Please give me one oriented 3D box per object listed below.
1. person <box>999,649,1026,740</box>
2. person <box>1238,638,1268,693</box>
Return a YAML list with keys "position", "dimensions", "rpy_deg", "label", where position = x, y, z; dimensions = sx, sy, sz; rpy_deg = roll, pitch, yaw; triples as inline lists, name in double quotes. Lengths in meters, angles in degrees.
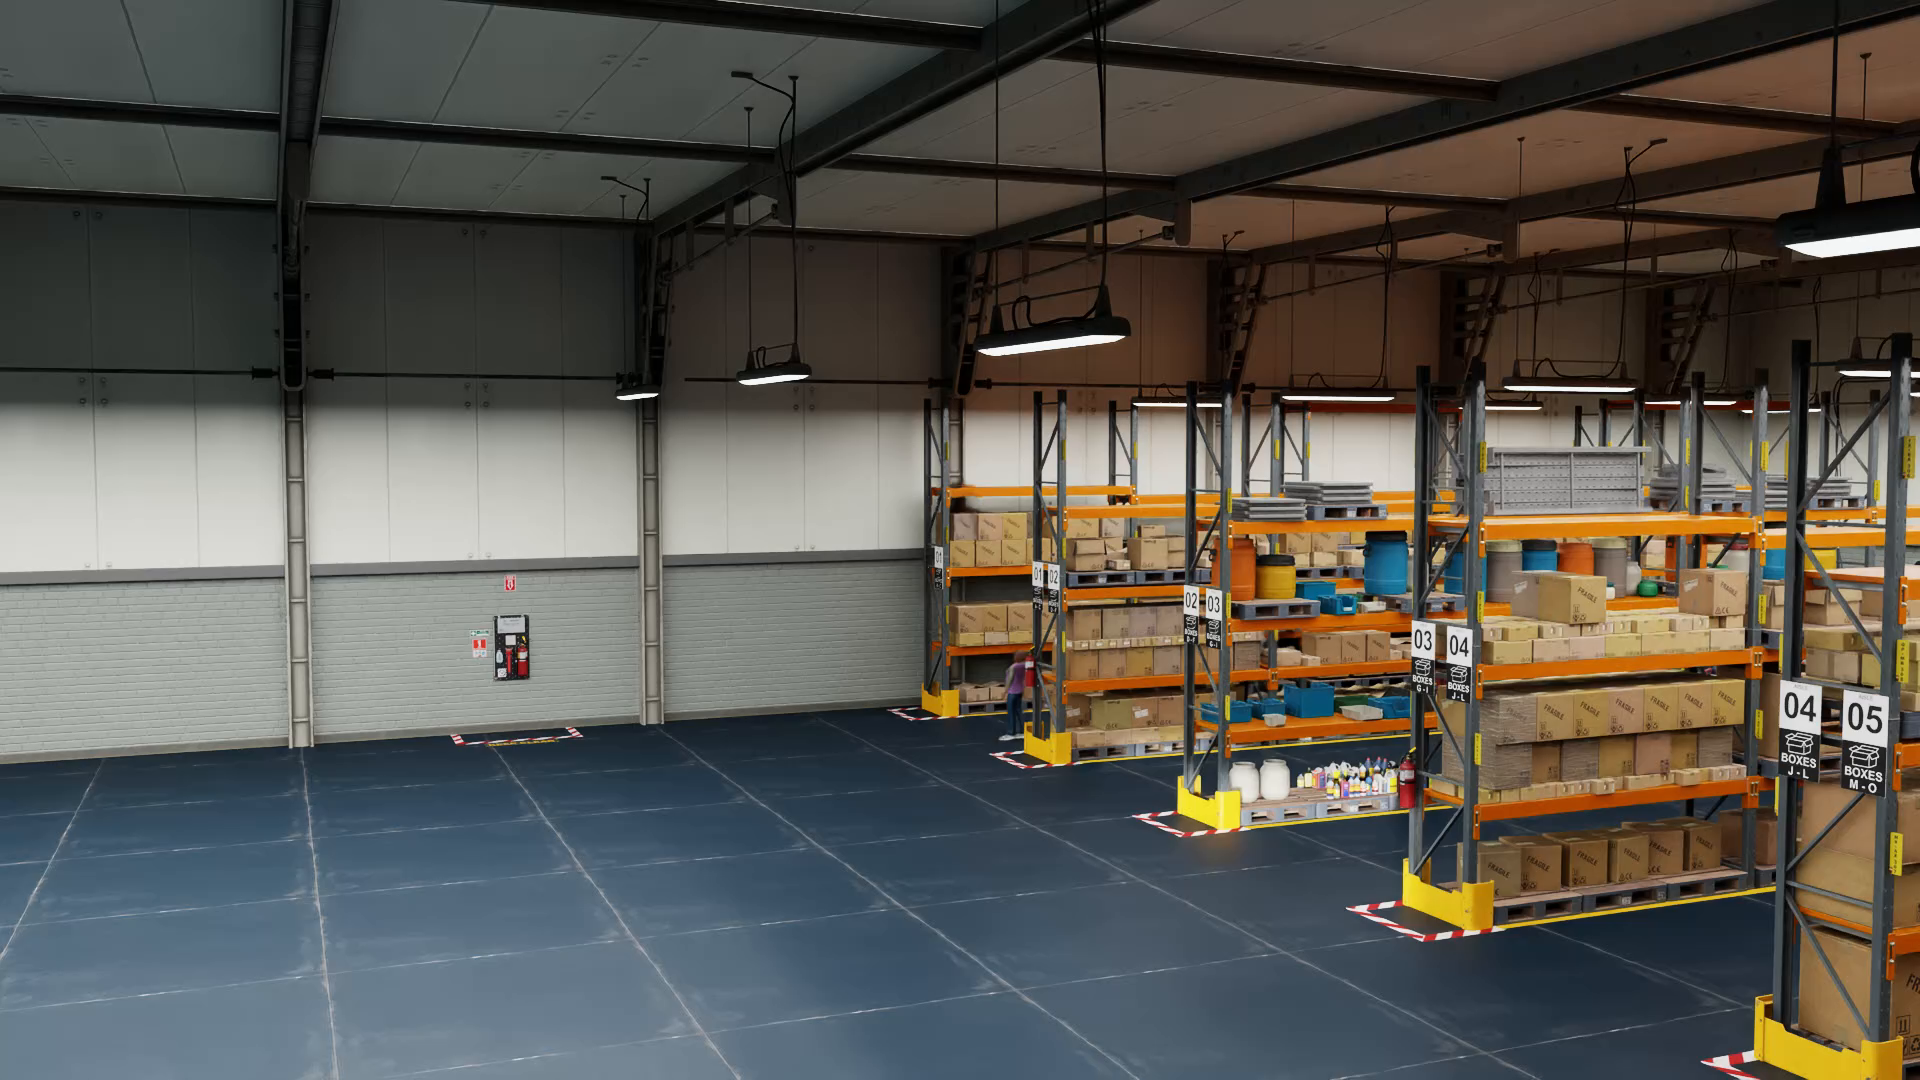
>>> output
- position: [0.938, 2.689, 28.897]
  dimensions: [0.482, 1.582, 0.436]
  rpy_deg: [1, 4, 23]
  label: "person"
- position: [5.646, 2.429, 32.104]
  dimensions: [1.045, 1.669, 0.558]
  rpy_deg: [-2, 4, -25]
  label: "person"
